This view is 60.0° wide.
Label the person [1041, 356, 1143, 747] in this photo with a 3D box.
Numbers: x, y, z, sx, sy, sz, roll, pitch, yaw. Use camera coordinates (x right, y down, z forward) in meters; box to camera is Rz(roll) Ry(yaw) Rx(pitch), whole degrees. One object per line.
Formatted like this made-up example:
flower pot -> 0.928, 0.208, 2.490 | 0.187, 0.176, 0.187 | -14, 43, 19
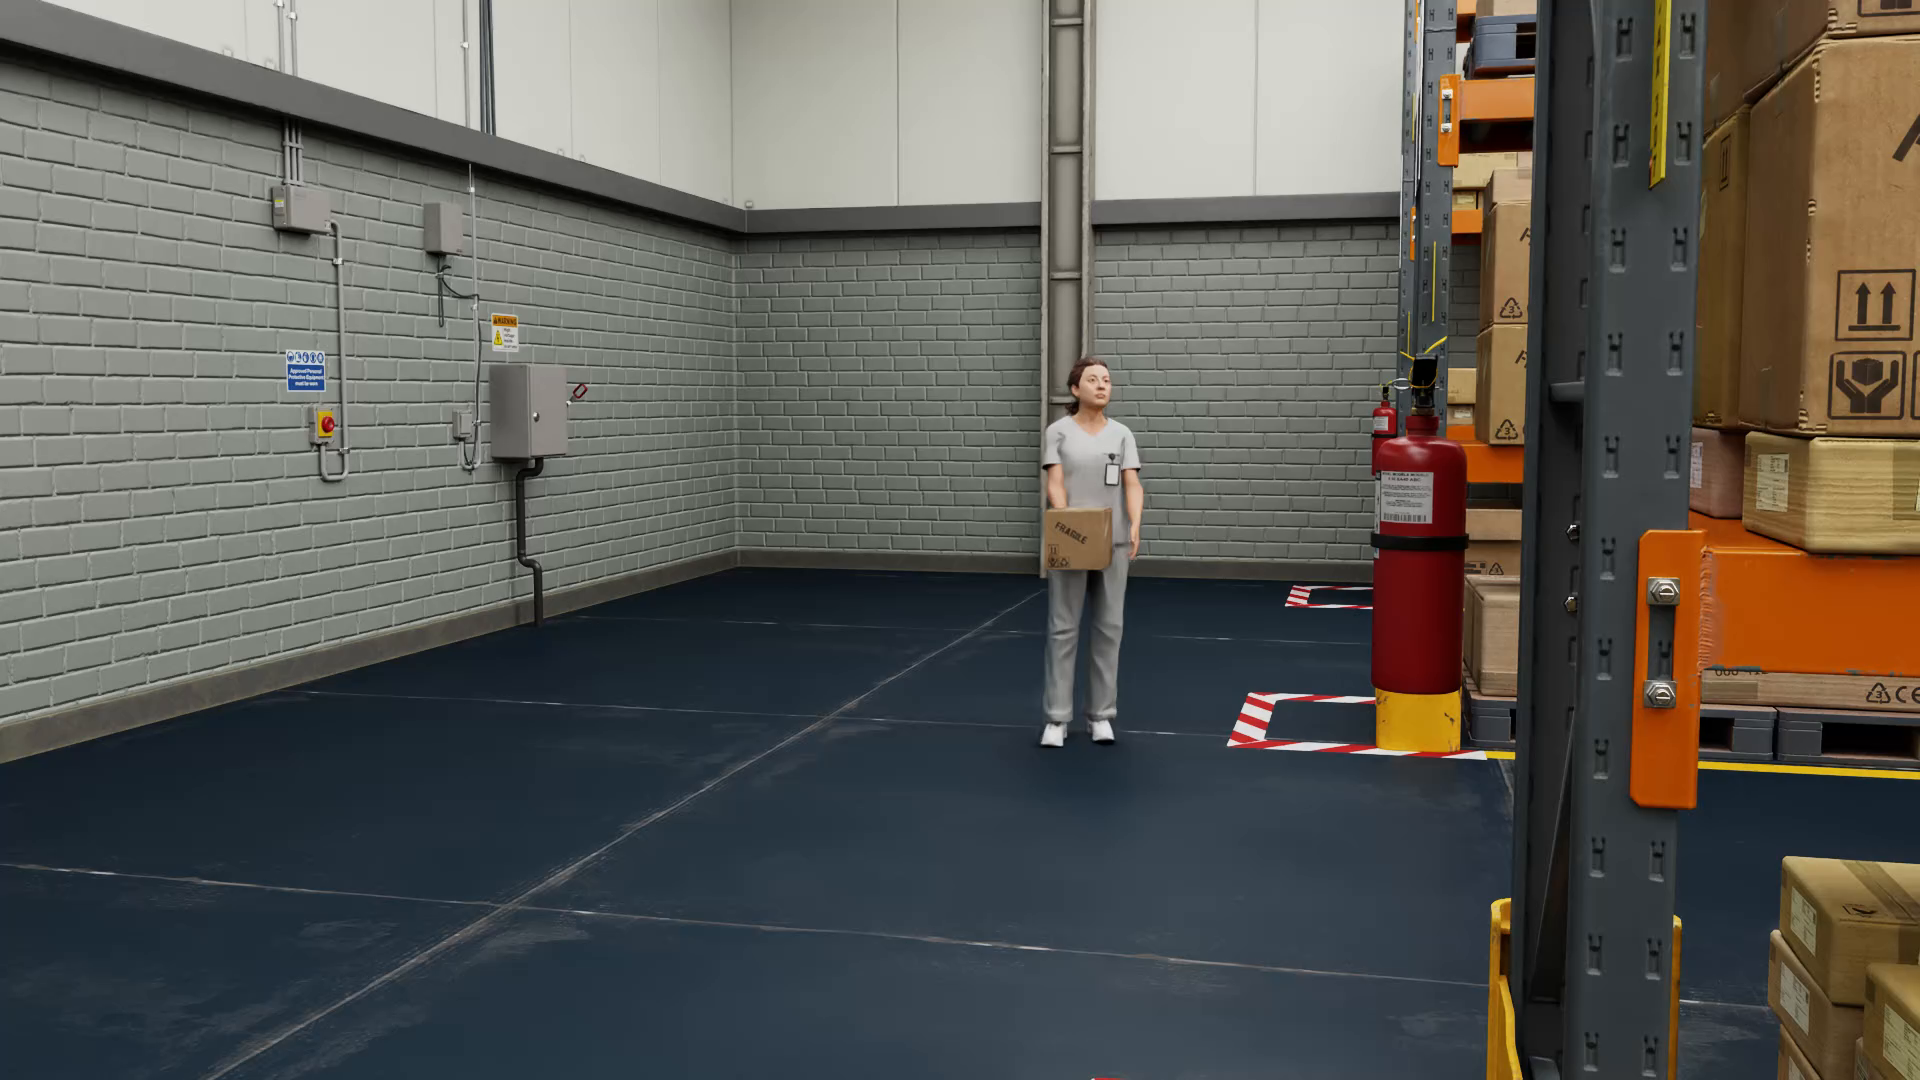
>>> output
person -> 0.562, 0.038, 7.279 | 0.500, 1.678, 0.514 | -1, 5, -11
